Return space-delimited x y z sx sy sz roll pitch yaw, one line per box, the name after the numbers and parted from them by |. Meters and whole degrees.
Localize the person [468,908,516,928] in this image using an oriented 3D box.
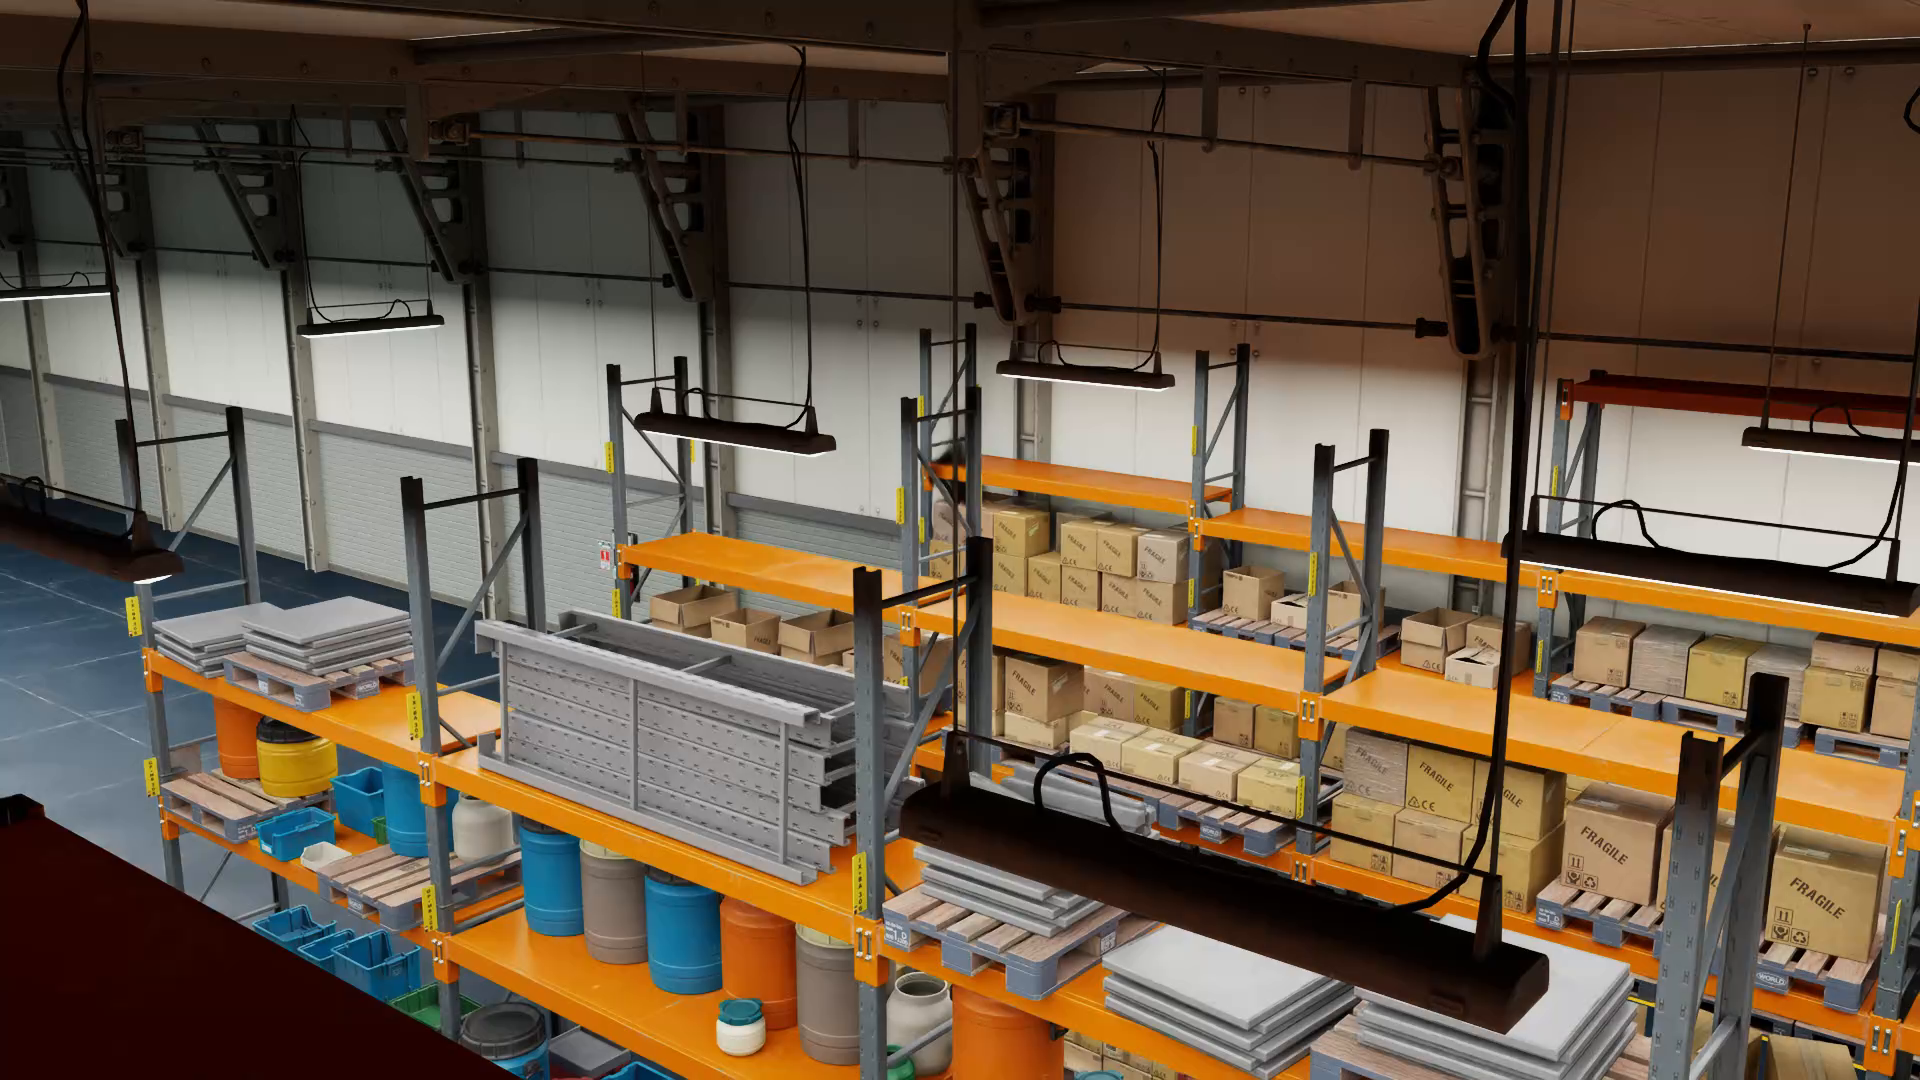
-5.110 3.296 17.901 0.721 1.663 0.717 -11 17 -41 | person
